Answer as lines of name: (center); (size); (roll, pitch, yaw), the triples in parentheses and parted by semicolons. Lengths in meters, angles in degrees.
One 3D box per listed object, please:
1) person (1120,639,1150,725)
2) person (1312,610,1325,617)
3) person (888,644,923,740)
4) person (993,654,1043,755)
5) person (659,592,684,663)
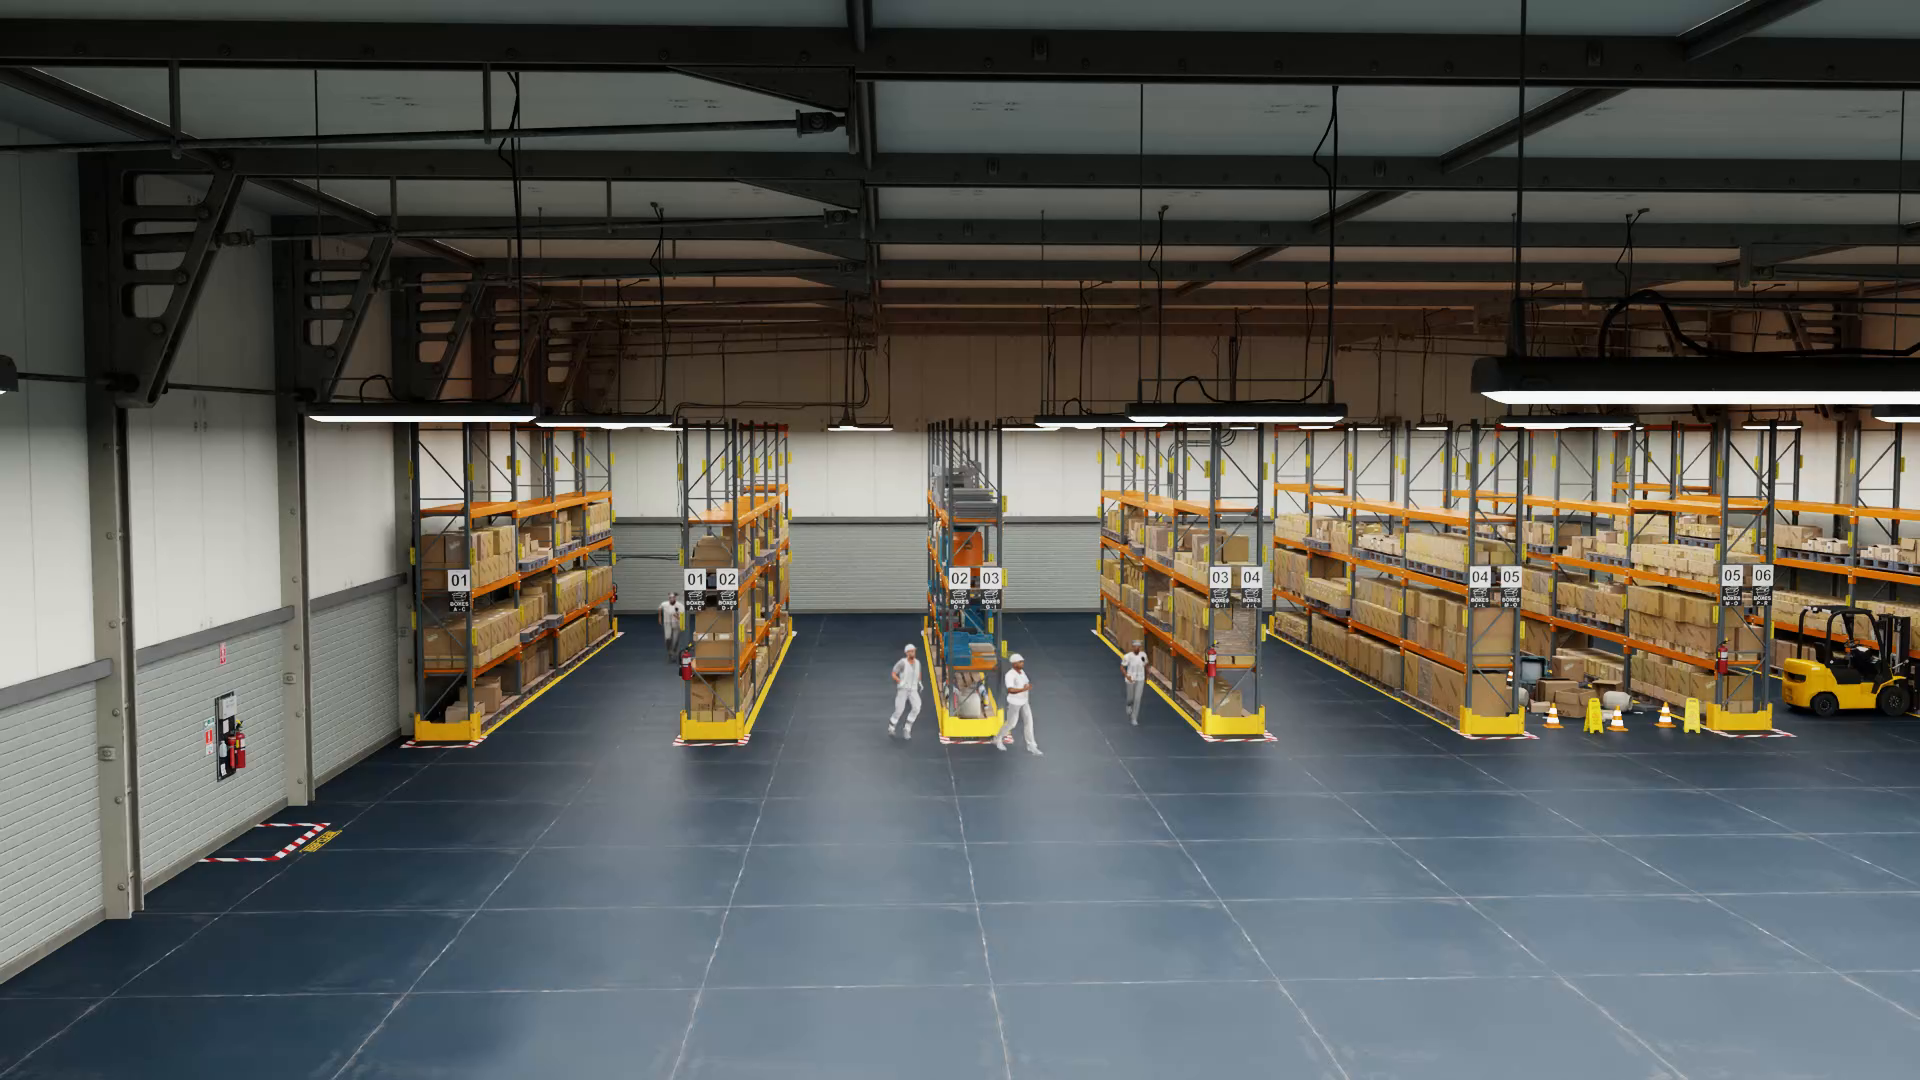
person: (3.479, 2.788, 33.033); (0.600, 1.683, 0.802); (0, 4, -5)
person: (10.538, 1.772, 48.744); (0.742, 1.695, 0.564); (-3, 5, -41)
person: (-0.969, 2.848, 31.280); (0.719, 1.780, 0.678); (-2, 4, -29)
person: (1.027, 2.916, 29.629); (0.939, 1.777, 0.690); (2, 4, 33)
person: (-7.223, 2.180, 41.699); (0.690, 1.797, 0.847); (0, 4, -5)
